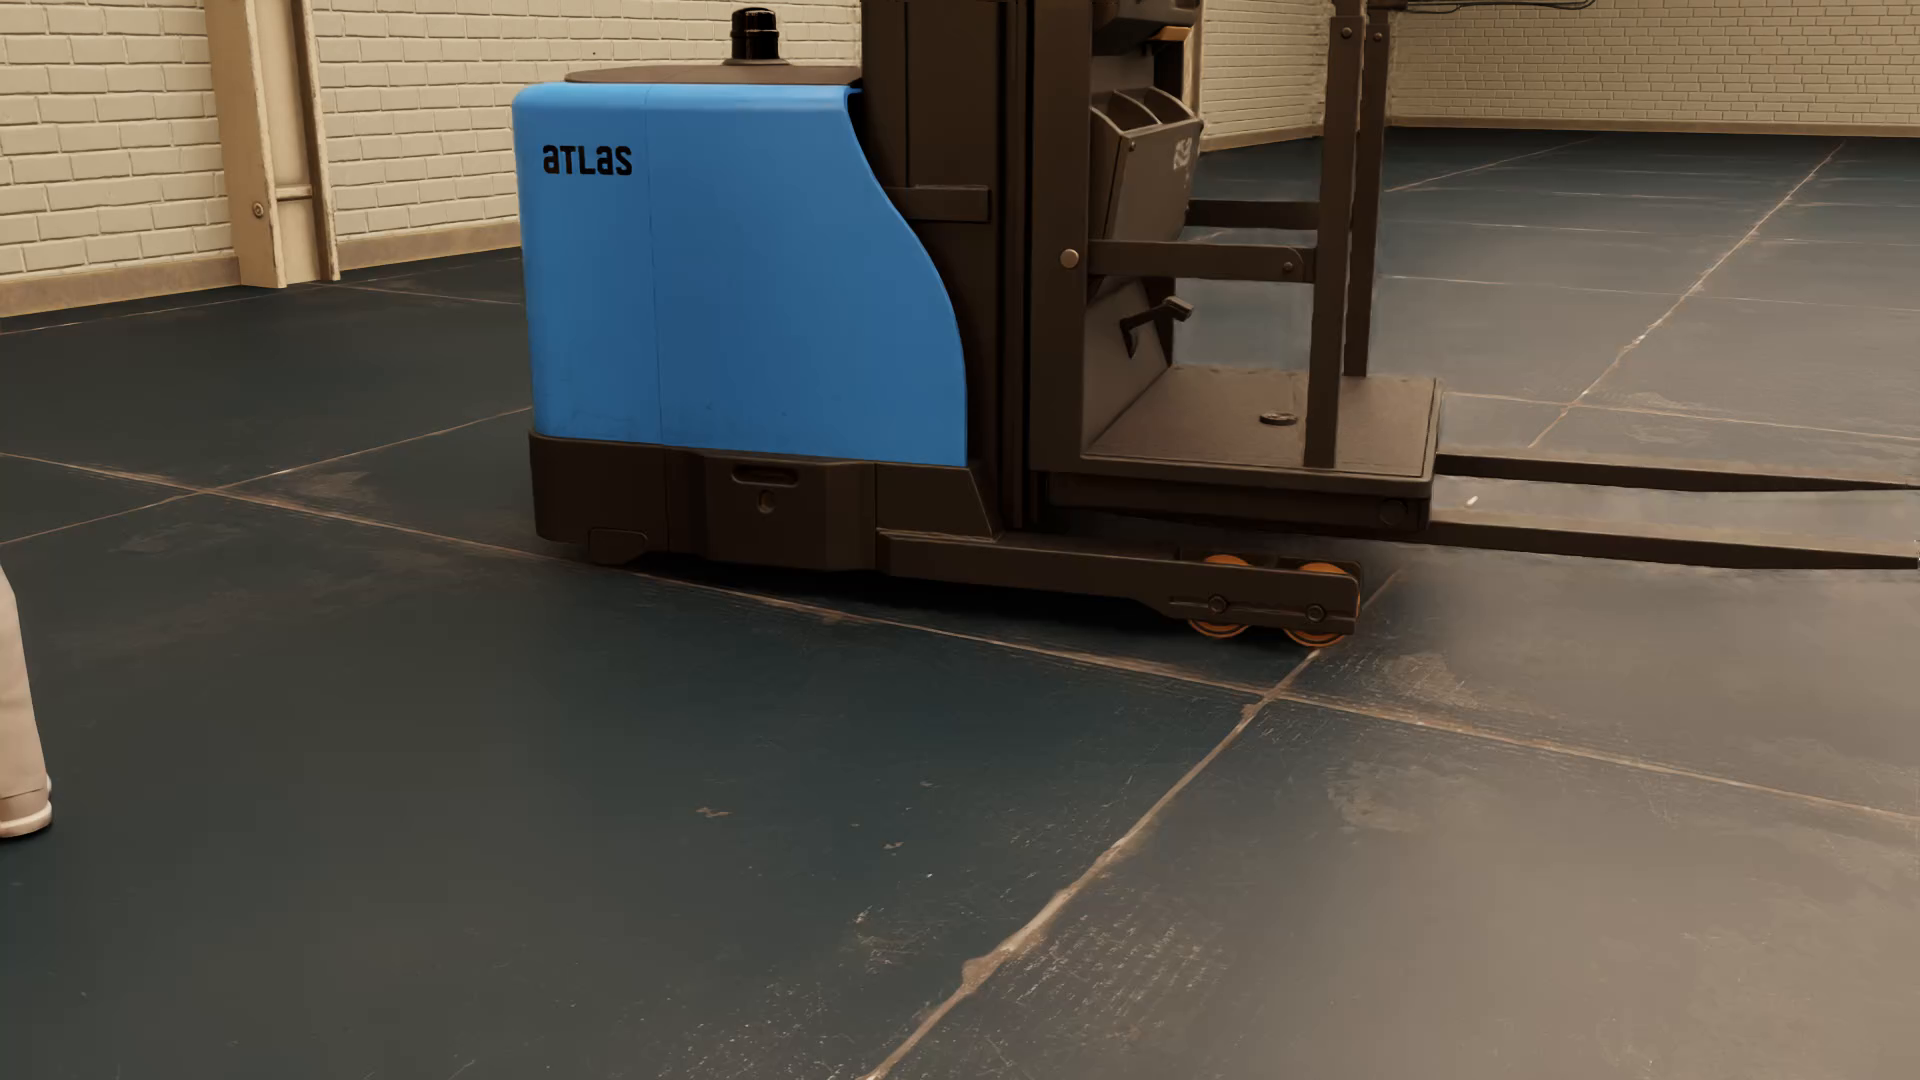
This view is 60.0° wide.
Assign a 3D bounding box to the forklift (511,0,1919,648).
[{"bbox_3d":[0.591,-1.359,3.467,3.031,2.935,1.130,5,17,16],"label":"forklift"}]

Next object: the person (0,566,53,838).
[{"bbox_3d":[-1.581,-0.328,2.229,0.397,1.656,0.512,14,21,39],"label":"person"}]
